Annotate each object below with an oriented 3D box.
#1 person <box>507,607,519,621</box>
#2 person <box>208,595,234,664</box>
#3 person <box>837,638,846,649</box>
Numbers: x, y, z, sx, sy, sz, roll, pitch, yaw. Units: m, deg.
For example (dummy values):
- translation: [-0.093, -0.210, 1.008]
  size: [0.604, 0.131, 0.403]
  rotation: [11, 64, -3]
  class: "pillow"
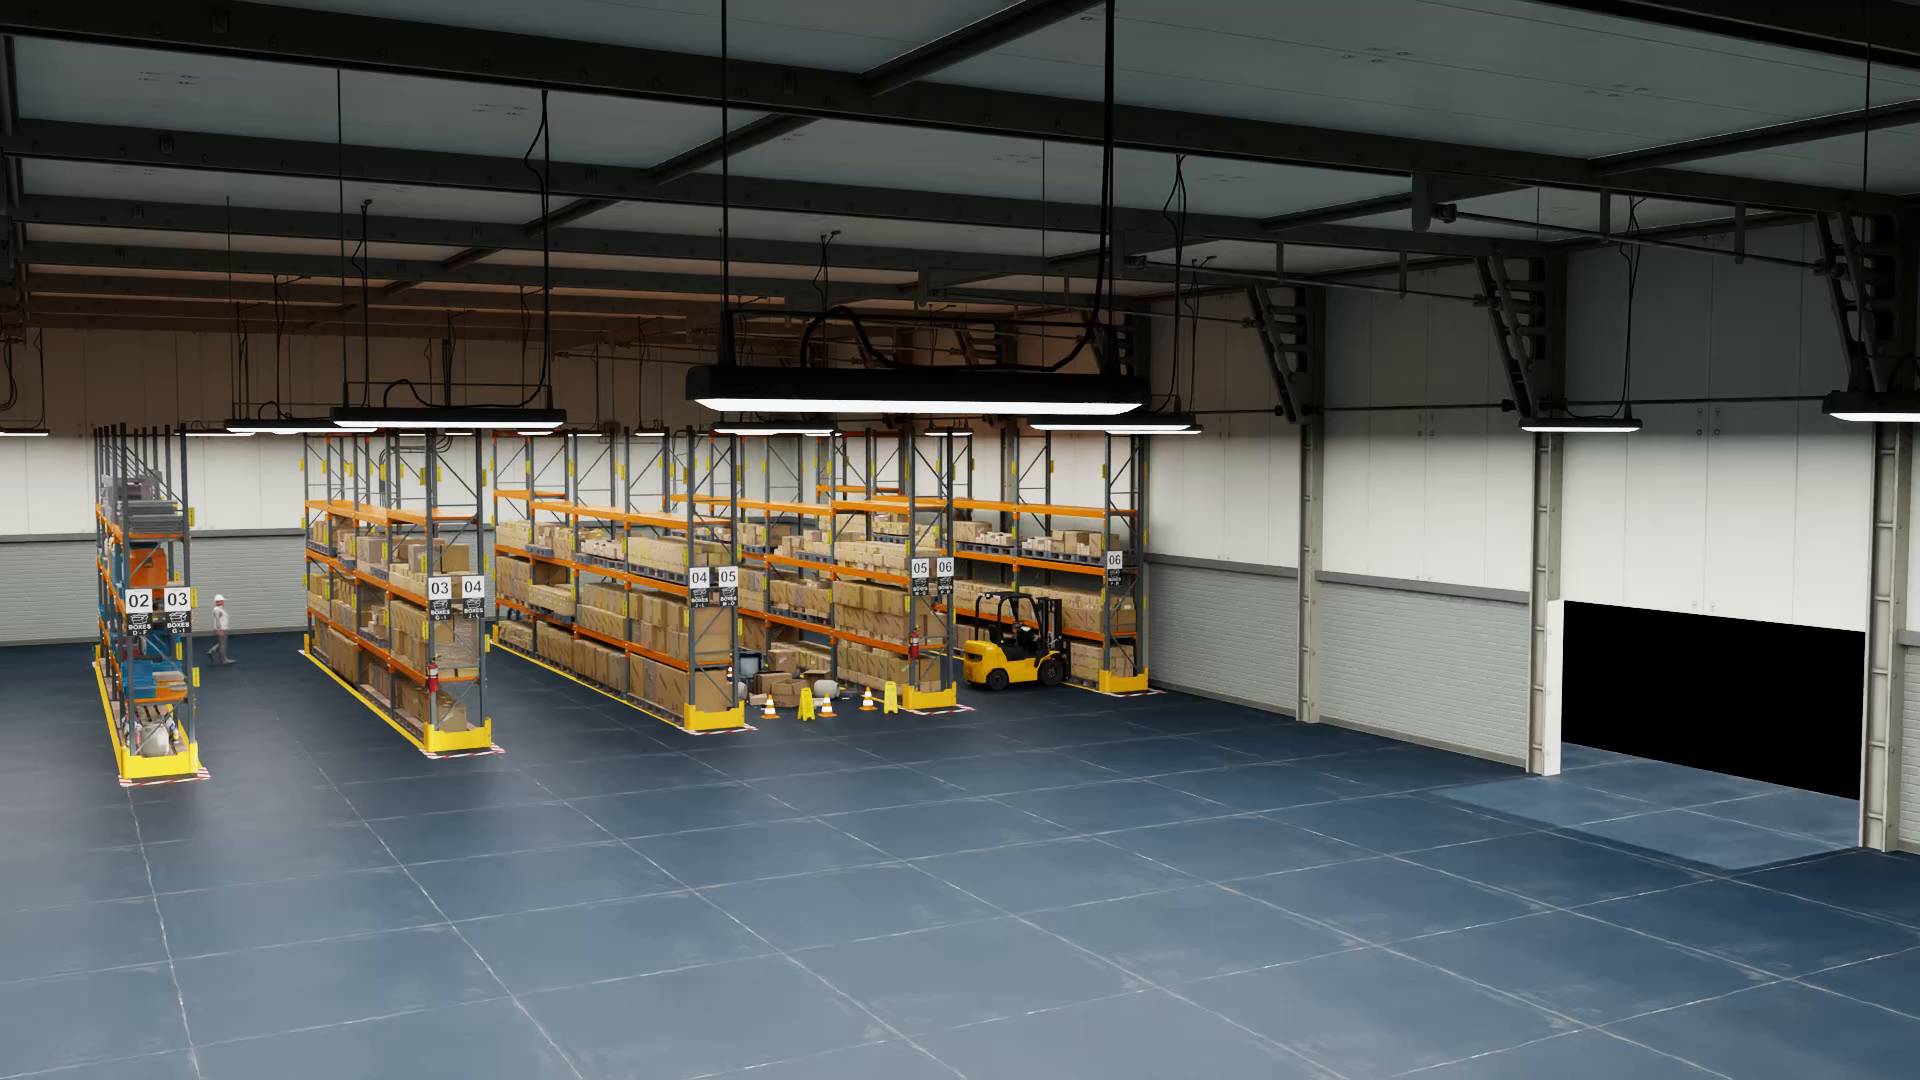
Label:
- translation: [-13.626, 1.869, 50.678]
  size: [0.463, 1.611, 0.371]
  rotation: [-1, 4, -21]
  class: "person"
- translation: [-18.822, 2.271, 42.316]
  size: [0.599, 1.769, 0.538]
  rotation: [-2, 4, -31]
  class: "person"
- translation: [-2.966, 2.145, 43.070]
  size: [0.542, 1.675, 0.400]
  rotation: [2, 4, 30]
  class: "person"
